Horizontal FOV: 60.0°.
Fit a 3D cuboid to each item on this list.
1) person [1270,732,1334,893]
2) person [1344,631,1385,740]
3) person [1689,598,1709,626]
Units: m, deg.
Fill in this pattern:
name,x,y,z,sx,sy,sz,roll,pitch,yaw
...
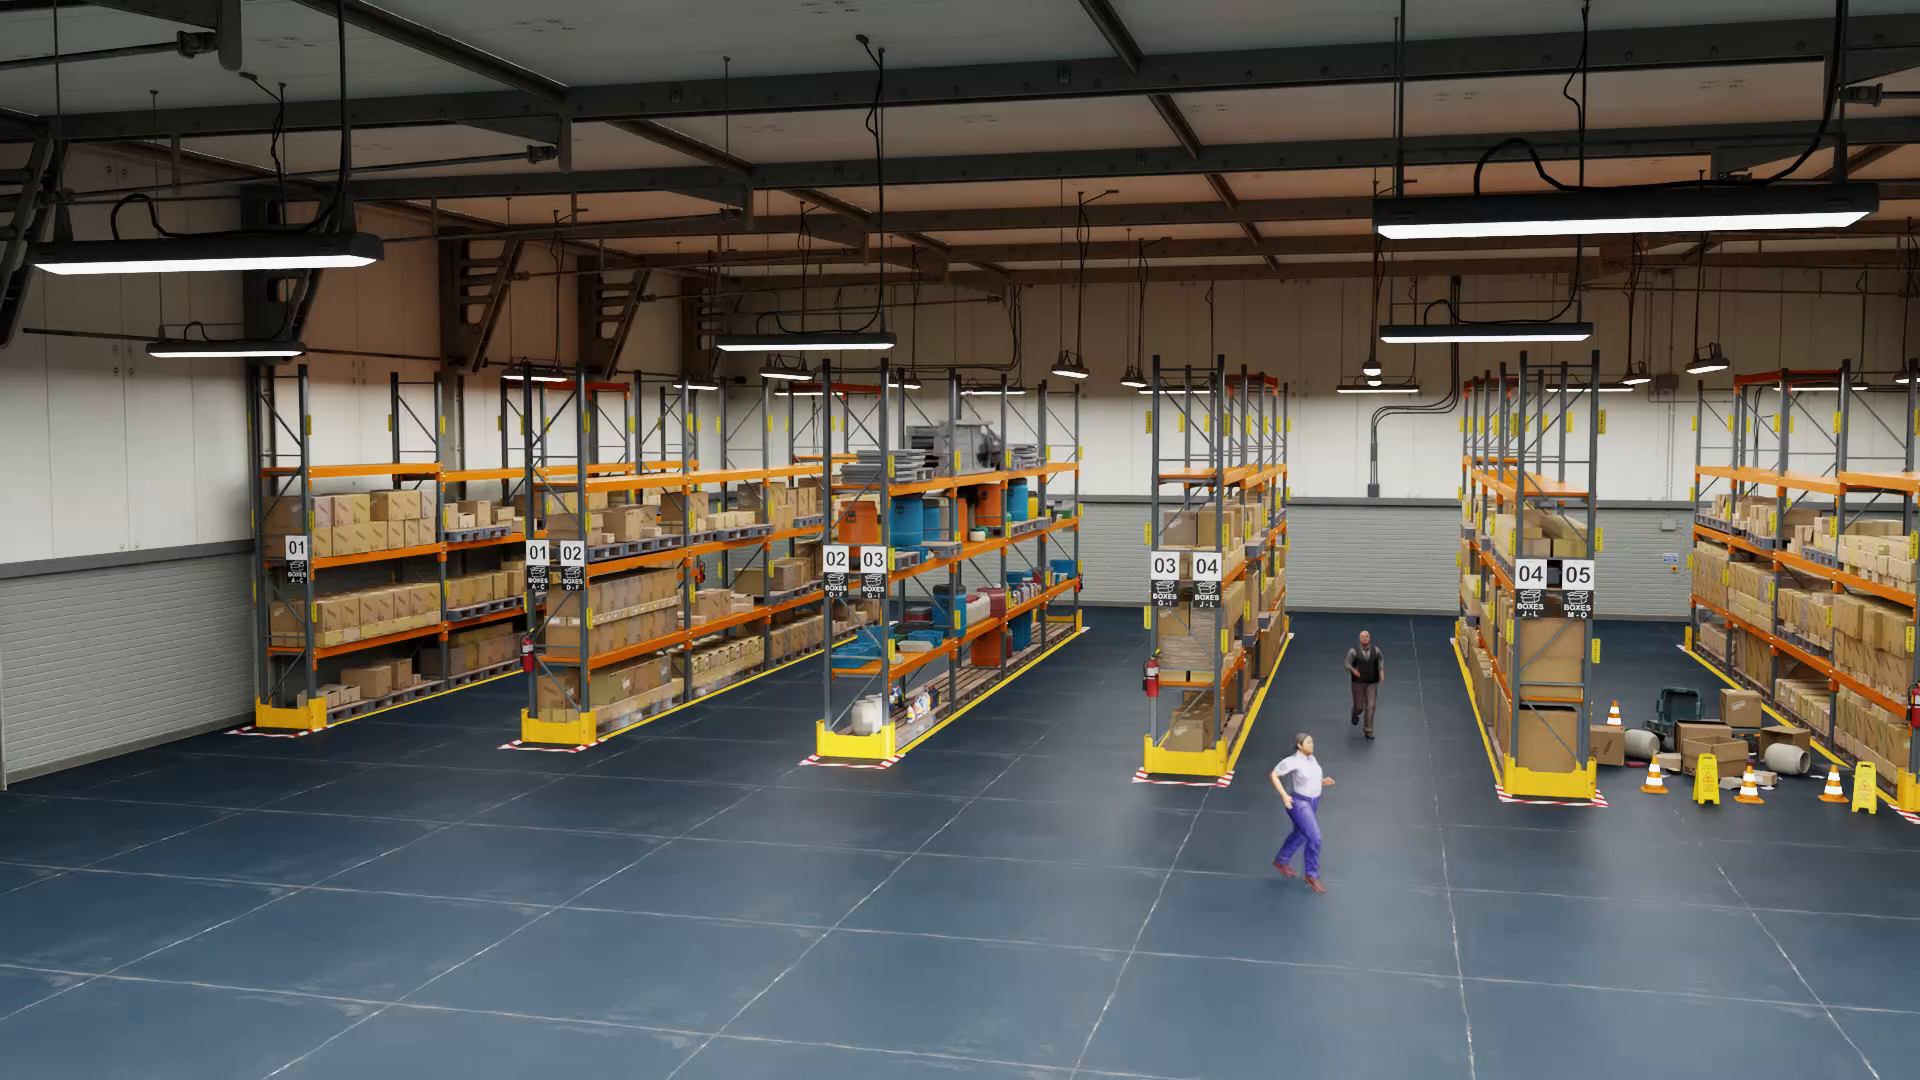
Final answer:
name,x,y,z,sx,sy,sz,roll,pitch,yaw
person,3.713,2.937,18.083,0.764,1.711,0.579,3,5,38
person,6.517,2.311,26.726,0.676,1.686,0.971,0,4,4
person,17.040,1.511,38.223,0.543,1.660,0.753,2,4,22
